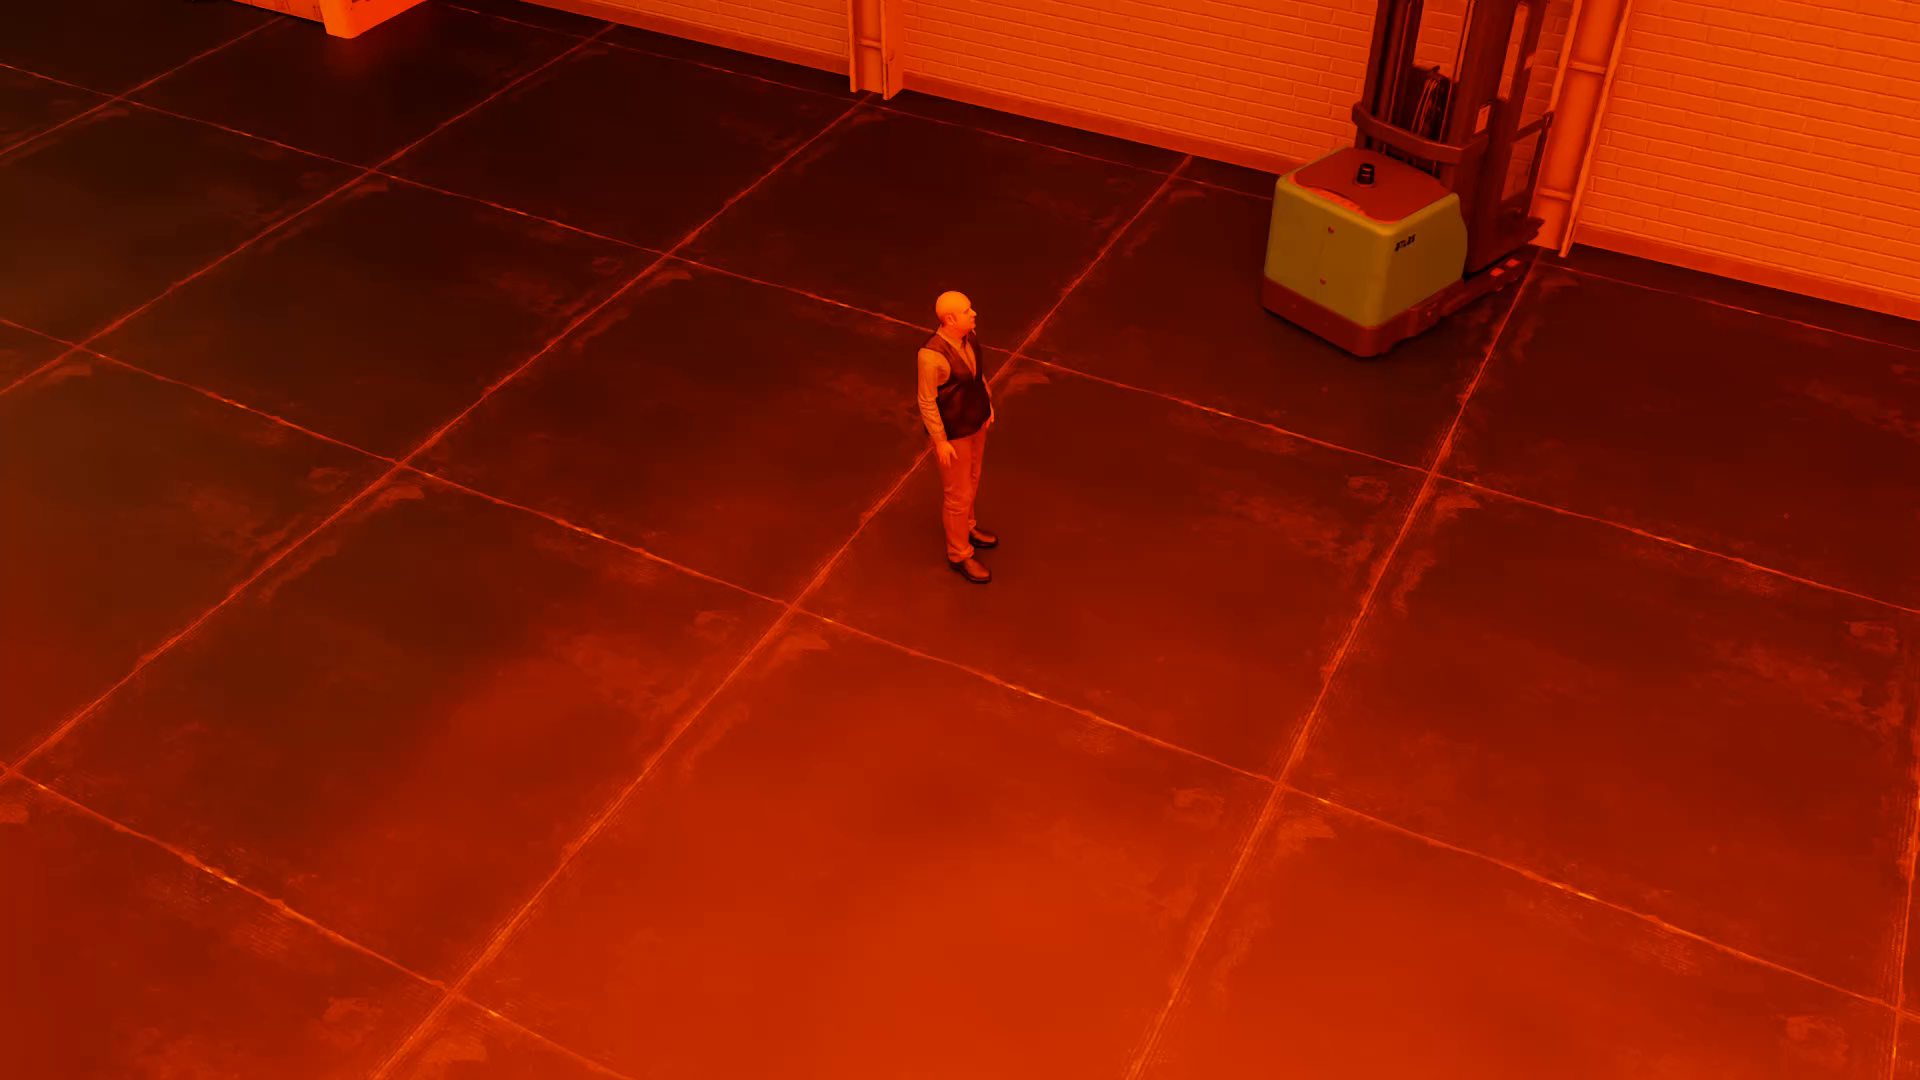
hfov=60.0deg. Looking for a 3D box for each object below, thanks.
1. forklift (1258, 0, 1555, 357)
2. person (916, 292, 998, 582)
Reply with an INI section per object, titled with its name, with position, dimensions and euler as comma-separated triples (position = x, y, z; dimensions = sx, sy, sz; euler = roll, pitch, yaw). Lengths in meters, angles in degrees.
[forklift]
position = 3.629, -3.218, 11.808
dimensions = 3.031, 2.935, 1.130
euler = -30, 48, -30
[person]
position = 0.053, -0.641, 9.675
dimensions = 0.566, 1.722, 0.634
euler = 18, 43, 21
